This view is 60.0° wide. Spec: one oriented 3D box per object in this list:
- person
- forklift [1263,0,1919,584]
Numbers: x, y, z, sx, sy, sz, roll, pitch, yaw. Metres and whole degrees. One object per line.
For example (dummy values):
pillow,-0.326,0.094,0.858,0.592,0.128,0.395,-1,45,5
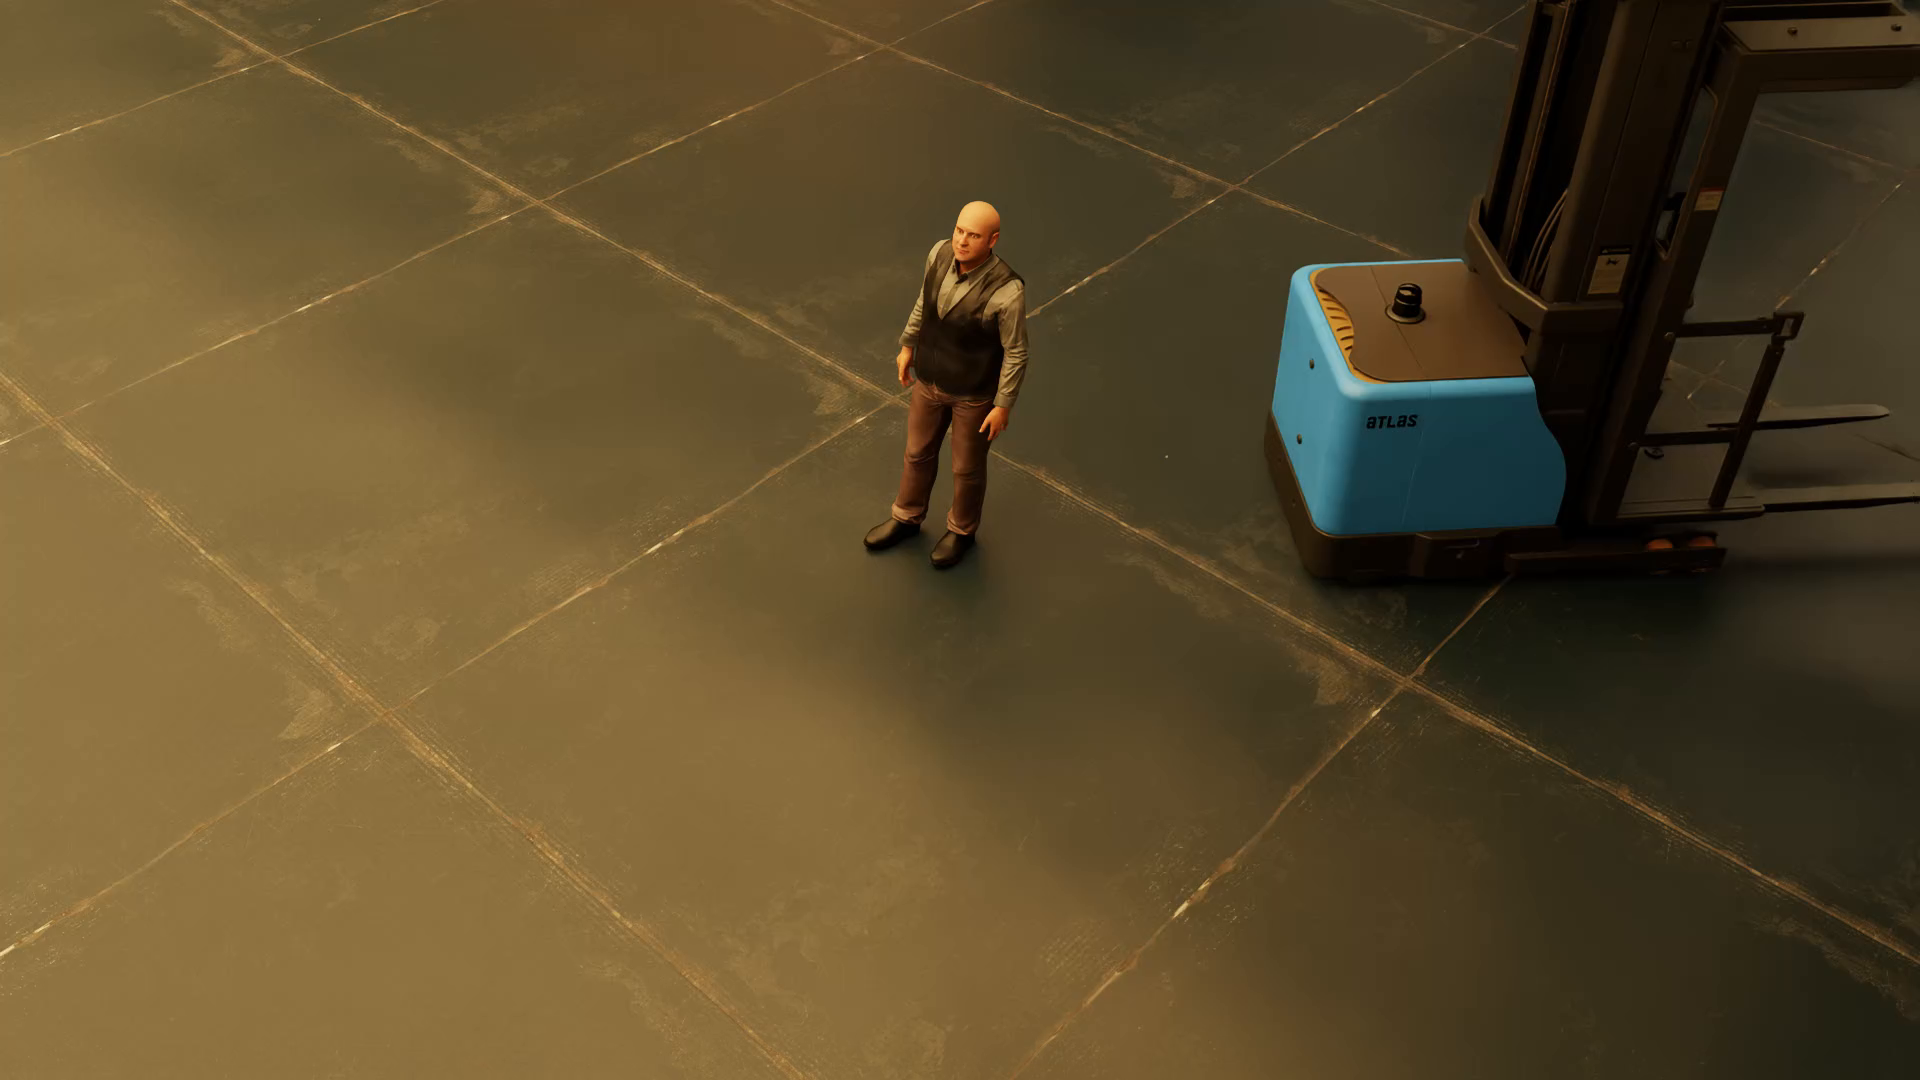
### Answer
person,-0.048,-0.633,7.084,0.632,1.720,0.568,31,49,31
forklift,3.017,-1.298,6.941,3.031,2.935,1.130,-3,41,-3
